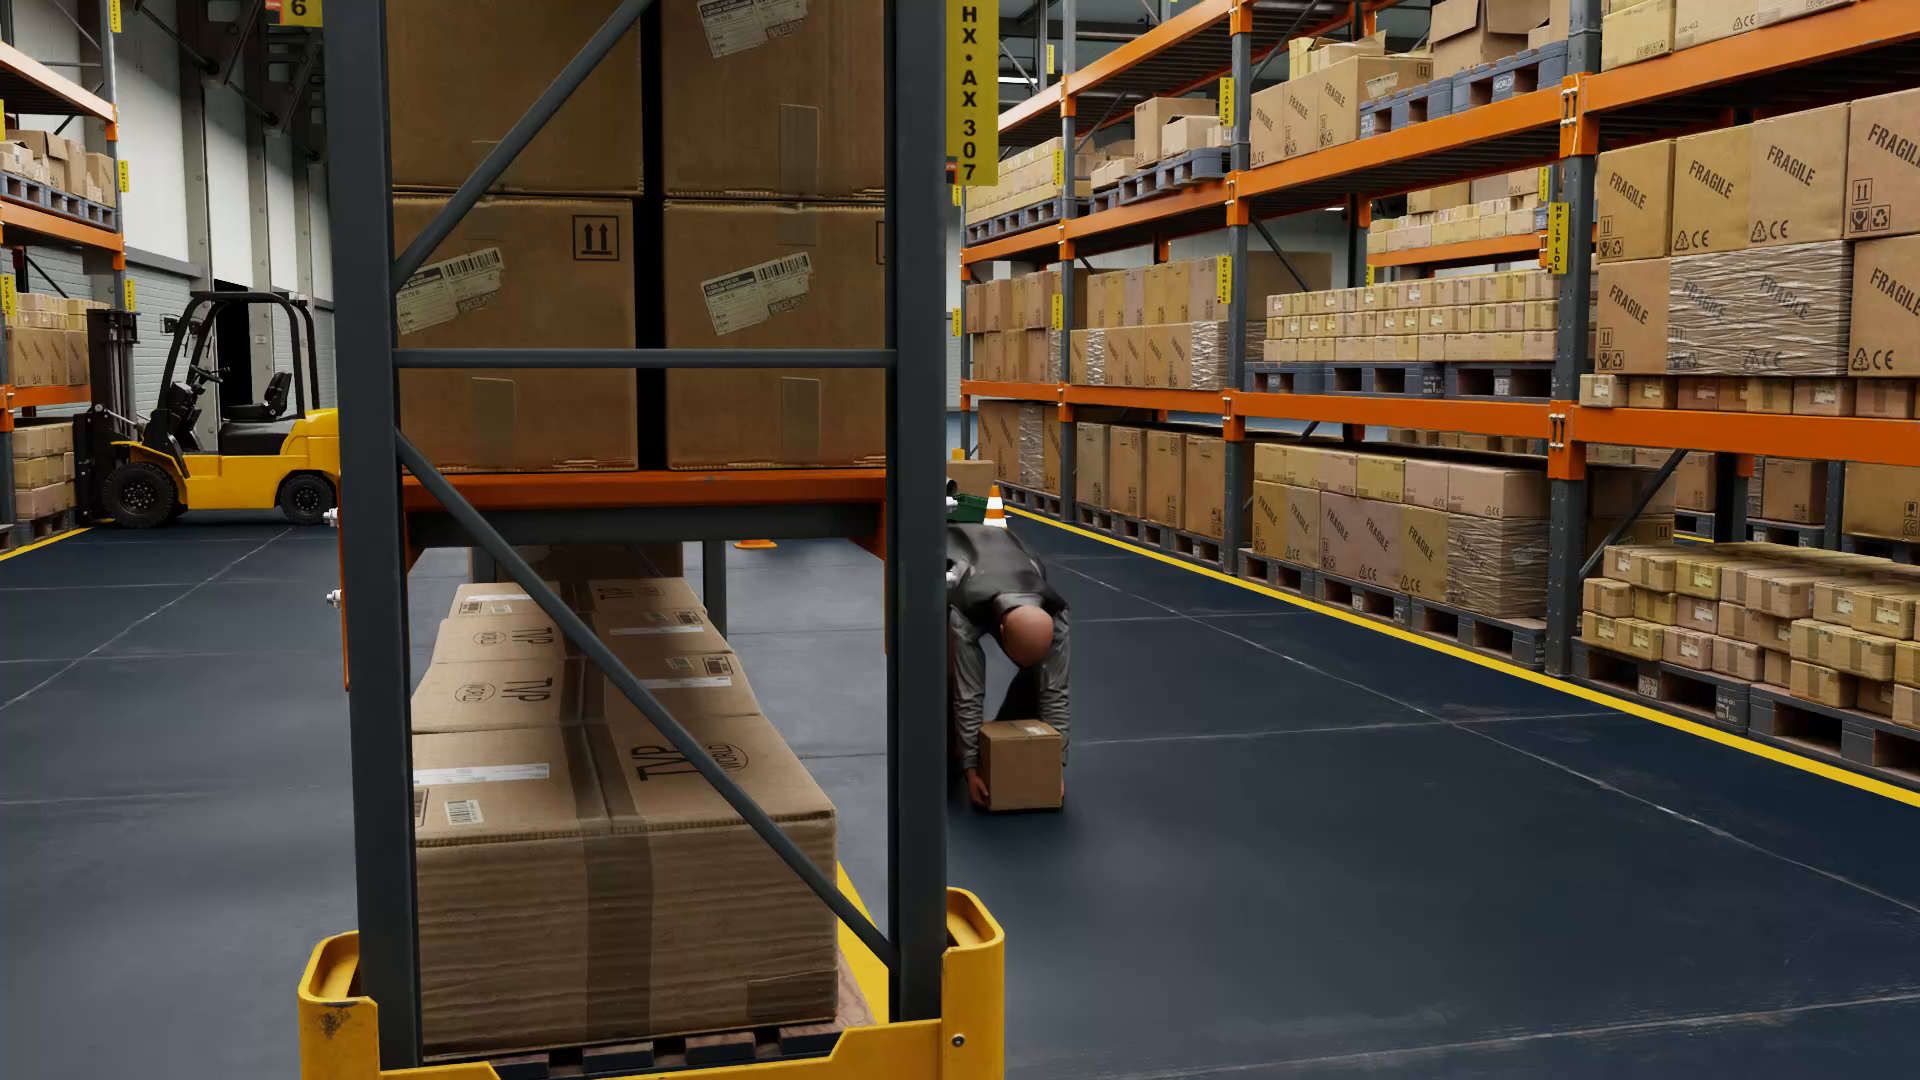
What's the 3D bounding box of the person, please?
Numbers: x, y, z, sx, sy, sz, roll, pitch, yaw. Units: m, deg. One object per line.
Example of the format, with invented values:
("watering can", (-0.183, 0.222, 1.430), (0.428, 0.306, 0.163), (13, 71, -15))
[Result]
("person", (0.124, 0.417, 5.941), (0.519, 0.922, 0.947), (-2, 6, -16))
